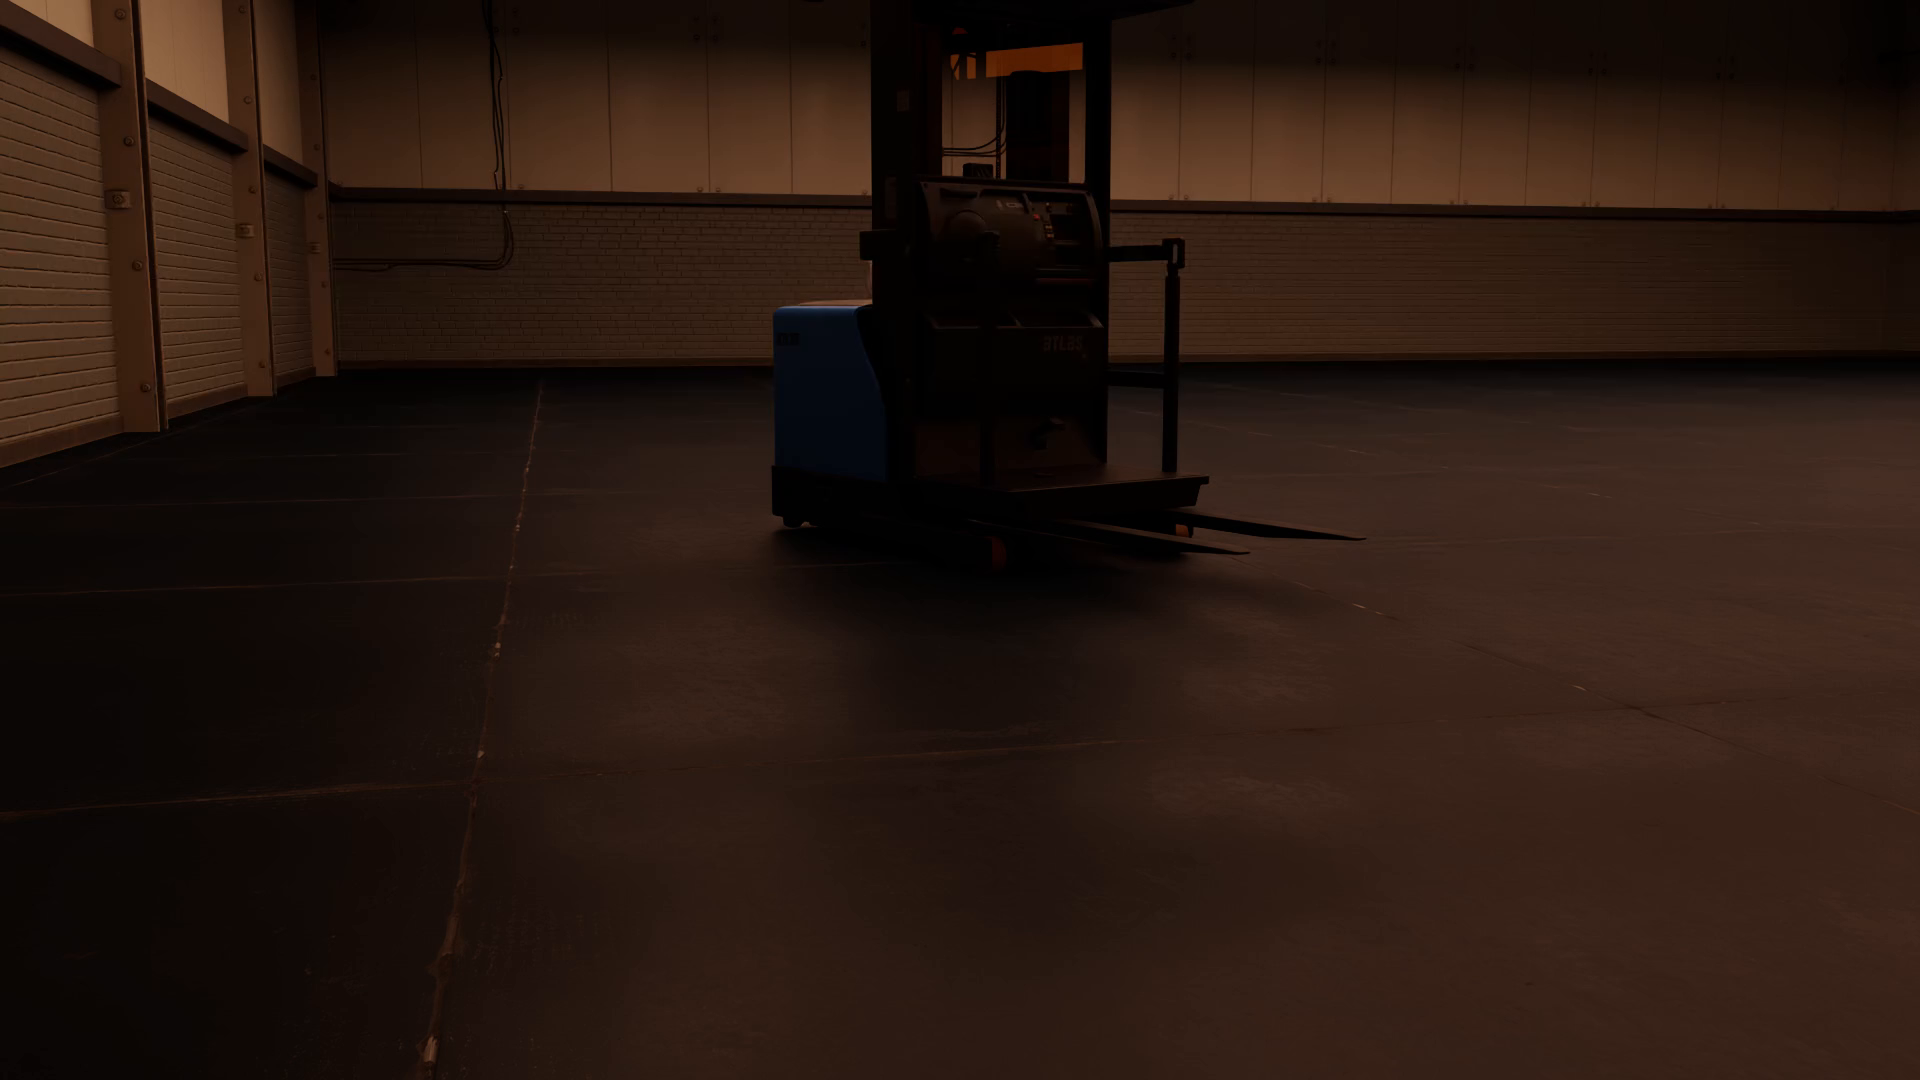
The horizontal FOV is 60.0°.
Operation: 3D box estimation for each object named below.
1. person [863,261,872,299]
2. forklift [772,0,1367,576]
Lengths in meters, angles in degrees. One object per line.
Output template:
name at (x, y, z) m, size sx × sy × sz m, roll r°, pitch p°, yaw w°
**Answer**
person at (-0.416, -1.359, 11.104) m, size 0.615 × 1.794 × 0.498 m, roll -4°, pitch 9°, yaw -28°
forklift at (0.355, -1.383, 7.015) m, size 1.130 × 2.935 × 3.031 m, roll -6°, pitch 10°, yaw -35°
